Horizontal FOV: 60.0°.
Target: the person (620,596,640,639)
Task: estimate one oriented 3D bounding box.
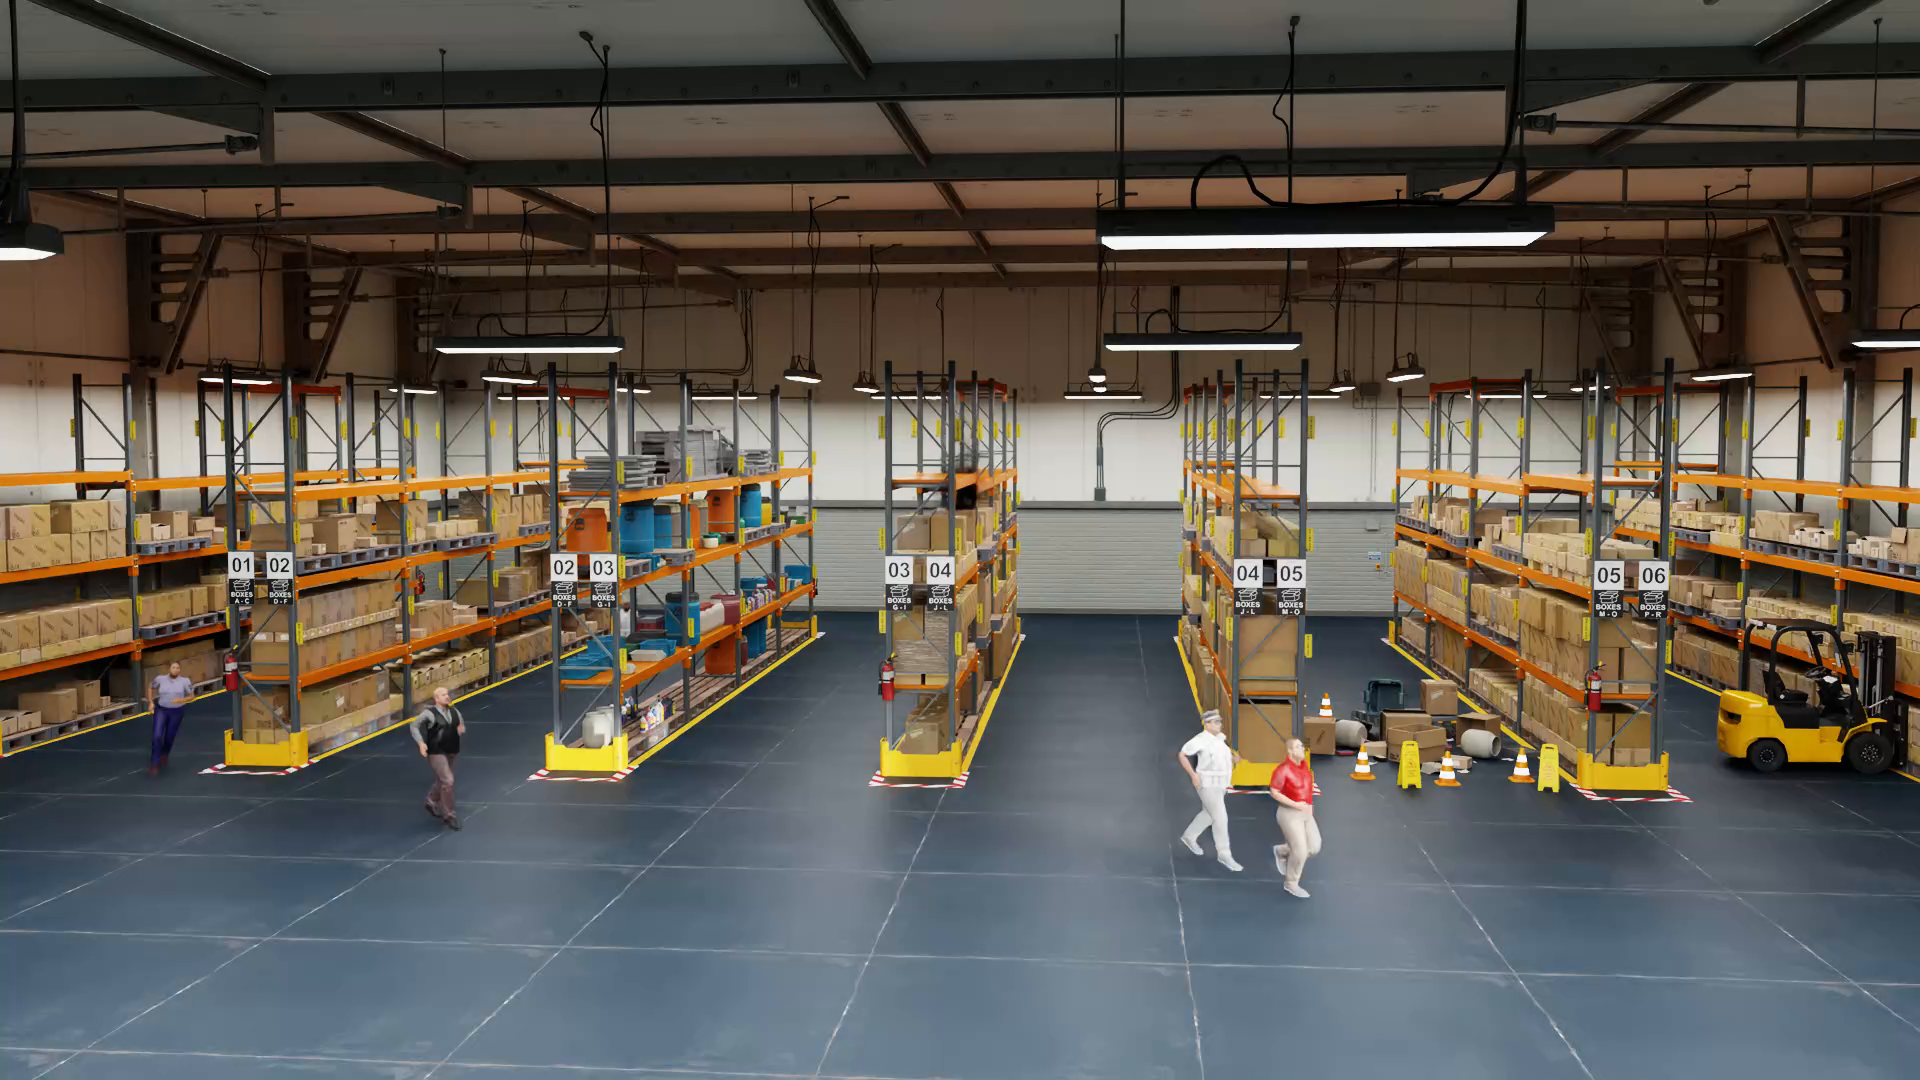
[{"bbox_3d":[-6.618,1.961,33.010,0.544,1.693,0.870,0,4,-2],"label":"person"}]

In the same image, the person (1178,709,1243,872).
[{"bbox_3d":[2.912,2.842,19.174,0.897,1.807,0.651,3,5,39],"label":"person"}]

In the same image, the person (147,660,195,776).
[{"bbox_3d":[-11.668,2.599,24.611,0.636,1.666,0.854,-2,4,-26],"label":"person"}]

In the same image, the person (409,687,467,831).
[{"bbox_3d":[-6.557,2.745,21.066,0.836,1.766,0.635,2,4,31],"label":"person"}]

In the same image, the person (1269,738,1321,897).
[{"bbox_3d":[3.616,2.986,18.030,0.627,1.692,0.697,4,5,45],"label":"person"}]
